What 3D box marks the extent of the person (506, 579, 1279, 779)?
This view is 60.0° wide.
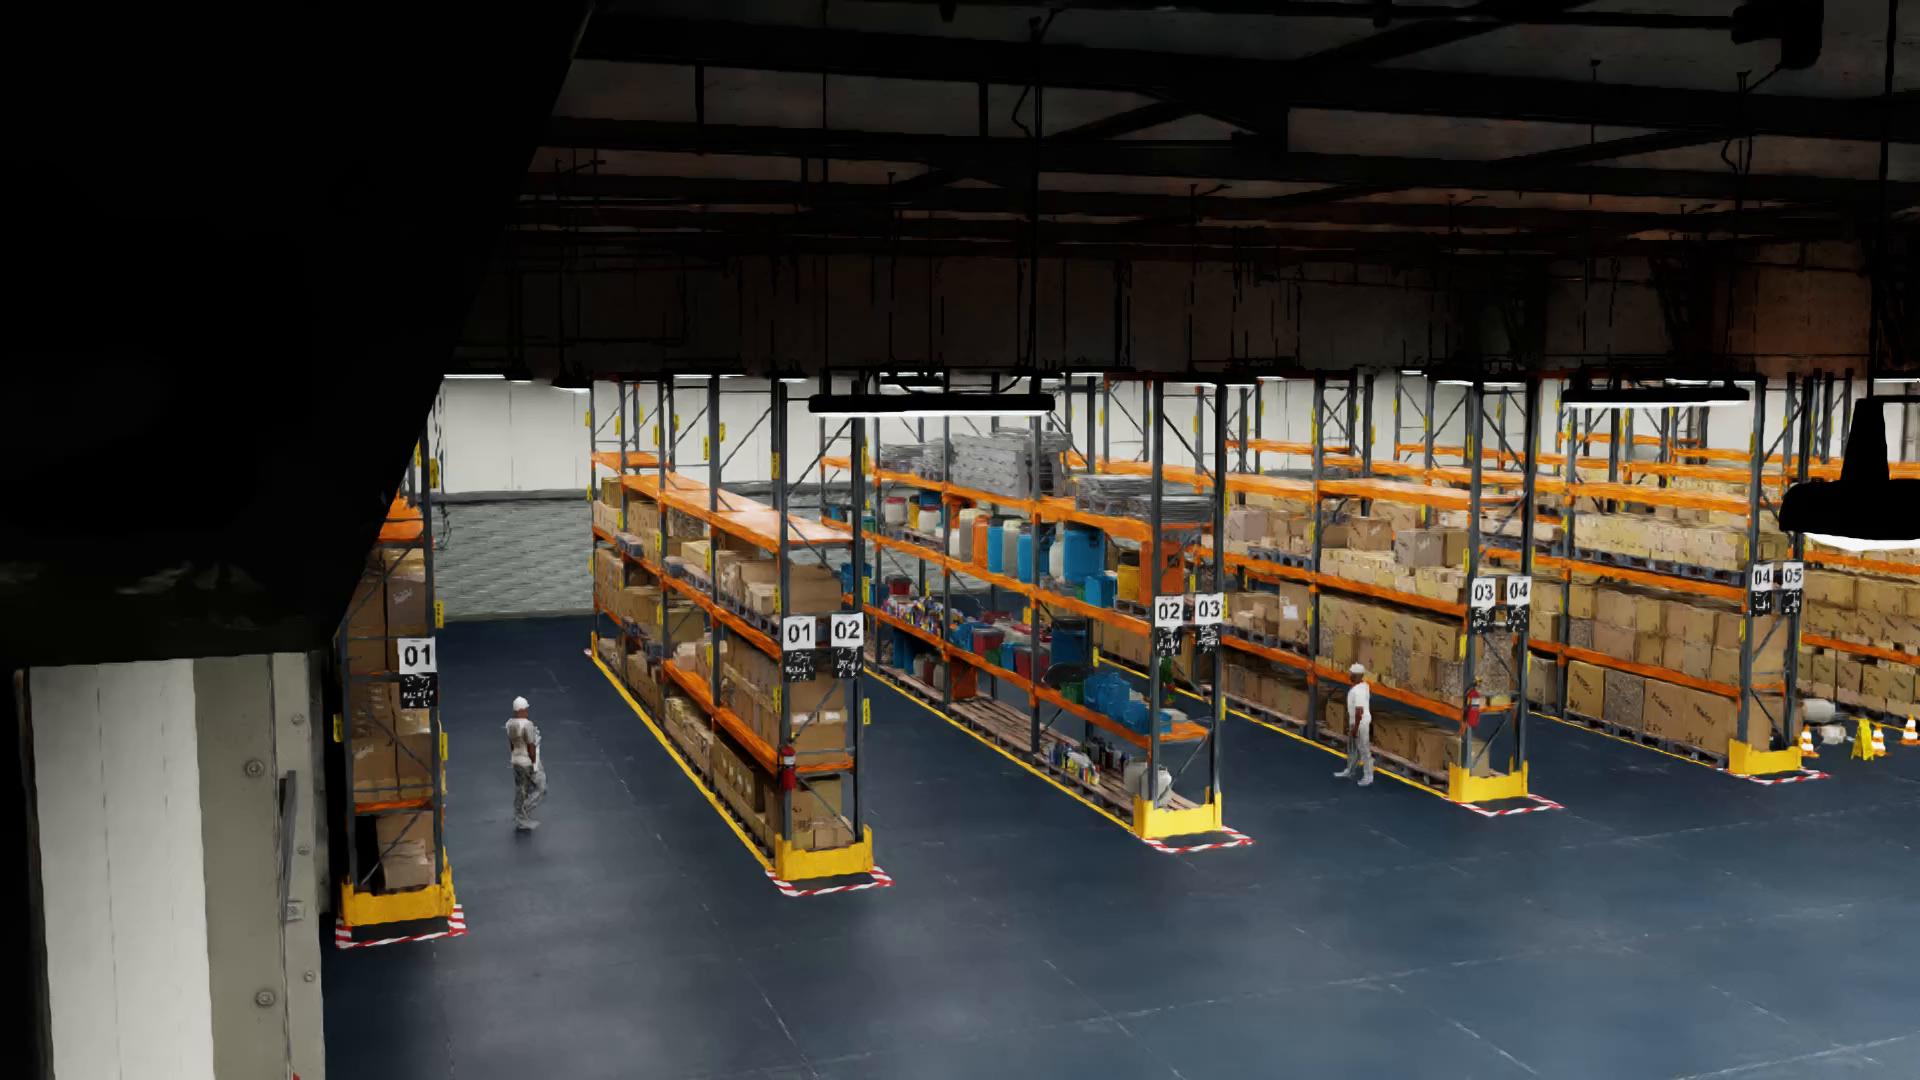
[{"bbox_3d":[2.069,1.442,35.959,8.060,1.783,31.352,6,9,43],"label":"person"}]

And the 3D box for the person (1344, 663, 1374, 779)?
[{"bbox_3d":[5.925,2.664,24.609,0.420,1.700,0.673,1,6,8],"label":"person"}]

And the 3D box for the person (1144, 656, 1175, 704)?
[{"bbox_3d":[3.615,2.061,30.208,0.580,1.784,0.666,0,6,0],"label":"person"}]
